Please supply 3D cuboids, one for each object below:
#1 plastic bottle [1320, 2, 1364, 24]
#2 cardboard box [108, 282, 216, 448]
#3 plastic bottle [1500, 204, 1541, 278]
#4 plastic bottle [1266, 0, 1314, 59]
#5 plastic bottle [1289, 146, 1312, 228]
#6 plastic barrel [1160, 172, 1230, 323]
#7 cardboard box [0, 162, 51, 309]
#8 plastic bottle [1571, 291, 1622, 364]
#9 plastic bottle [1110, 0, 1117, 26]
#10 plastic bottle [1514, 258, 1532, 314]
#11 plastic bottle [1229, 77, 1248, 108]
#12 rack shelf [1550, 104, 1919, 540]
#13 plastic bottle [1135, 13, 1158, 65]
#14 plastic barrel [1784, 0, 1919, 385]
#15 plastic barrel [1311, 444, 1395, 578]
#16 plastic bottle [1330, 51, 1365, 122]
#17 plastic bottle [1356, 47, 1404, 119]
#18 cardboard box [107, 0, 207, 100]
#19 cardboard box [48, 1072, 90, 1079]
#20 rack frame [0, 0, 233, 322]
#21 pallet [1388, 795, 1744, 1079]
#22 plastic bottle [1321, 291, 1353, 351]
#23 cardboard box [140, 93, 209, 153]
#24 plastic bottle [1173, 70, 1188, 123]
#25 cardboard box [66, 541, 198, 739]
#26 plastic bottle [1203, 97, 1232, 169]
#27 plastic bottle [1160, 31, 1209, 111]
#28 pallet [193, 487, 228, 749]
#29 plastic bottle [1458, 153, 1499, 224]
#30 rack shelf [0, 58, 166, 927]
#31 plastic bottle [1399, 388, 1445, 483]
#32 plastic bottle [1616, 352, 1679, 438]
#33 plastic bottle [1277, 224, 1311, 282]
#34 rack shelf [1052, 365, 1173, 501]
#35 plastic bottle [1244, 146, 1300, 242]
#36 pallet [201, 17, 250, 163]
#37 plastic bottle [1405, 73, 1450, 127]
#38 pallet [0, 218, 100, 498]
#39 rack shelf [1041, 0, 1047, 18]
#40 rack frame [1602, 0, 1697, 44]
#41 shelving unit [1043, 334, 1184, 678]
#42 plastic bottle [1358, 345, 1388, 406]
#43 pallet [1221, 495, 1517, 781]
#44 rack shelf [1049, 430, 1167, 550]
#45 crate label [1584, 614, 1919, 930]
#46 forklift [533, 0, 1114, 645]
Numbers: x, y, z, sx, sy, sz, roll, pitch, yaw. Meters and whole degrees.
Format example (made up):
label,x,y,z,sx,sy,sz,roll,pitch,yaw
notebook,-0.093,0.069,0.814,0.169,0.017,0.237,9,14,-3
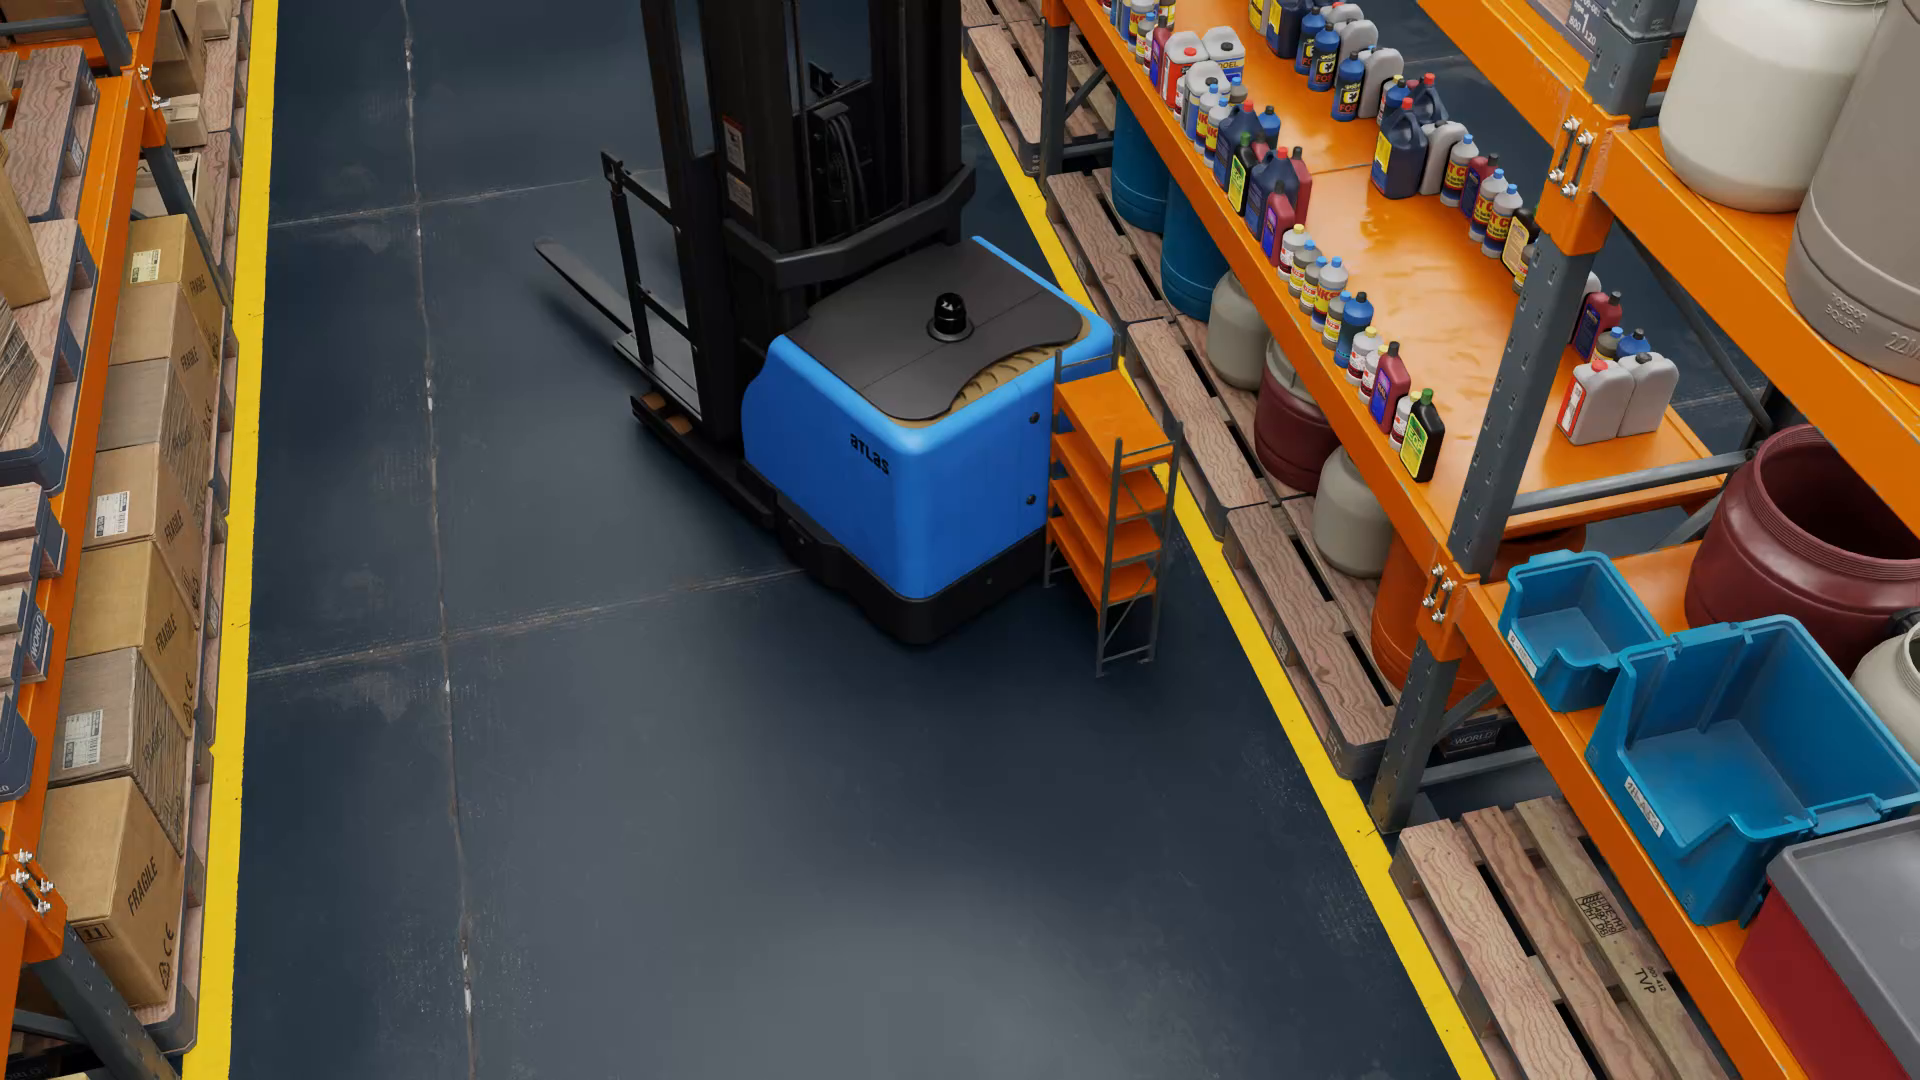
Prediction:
label,x,y,z,sx,sy,sz,roll,pitch,yaw
plastic bottle,1.536,-2.064,6.759,0.152,0.276,0.135,-11,47,-10
cardboard box,-3.368,-0.665,6.744,0.500,0.500,0.500,-11,47,-10
plastic bottle,1.958,-1.056,5.766,0.061,0.283,0.133,-11,47,-10
plastic bottle,1.359,-2.175,6.815,0.144,0.351,0.185,-11,47,-10
plastic bottle,1.207,-1.262,5.969,0.061,0.283,0.133,-11,47,-10
plastic barrel,1.204,-1.465,7.261,0.600,0.901,0.708,-11,47,-10
cardboard box,-3.378,-0.991,5.257,0.700,0.500,0.500,-22,50,-20
plastic bottle,2.085,-0.711,5.428,0.061,0.283,0.133,-11,47,-10
plastic bottle,0.687,-2.309,7.002,0.097,0.271,0.097,0,46,0
plastic bottle,1.945,-0.865,5.588,0.097,0.271,0.097,0,46,0
plastic bottle,1.062,-1.698,6.453,0.097,0.201,0.097,0,46,0
rack shelf,2.436,0.424,2.638,1.077,0.370,4.000,-11,47,-10
plastic bottle,0.772,-2.057,6.805,0.097,0.201,0.097,0,46,0
plastic barrel,1.924,-0.778,2.961,0.600,0.901,0.600,0,46,0
plastic barrel,1.551,-0.143,6.238,0.421,0.512,0.421,0,46,0
plastic bottle,1.514,-1.773,6.478,0.097,0.271,0.097,0,46,0
plastic bottle,1.630,-1.811,6.511,0.152,0.276,0.135,-11,47,-10
cardboard box,-4.375,-2.594,8.632,0.797,0.503,0.637,-11,47,-10
cardboard box,-2.493,1.680,4.242,0.500,0.311,0.500,-10,46,-9
rack frame,-3.890,-2.017,6.627,1.000,3.000,0.127,-11,47,-10
pallet,2.085,1.359,5.270,1.003,0.211,1.213,-11,47,-10
plastic bottle,1.262,-0.735,5.509,0.097,0.201,0.097,0,46,0
cardboard box,-4.019,-2.104,8.388,0.380,0.166,0.250,-11,47,-10
plastic bottle,0.890,-1.737,6.492,0.097,0.201,0.097,0,46,0
cardboard box,-2.969,0.391,5.709,0.500,0.500,0.500,-11,47,-11
plastic bottle,0.974,-1.535,6.244,0.097,0.271,0.097,0,46,0
plastic bottle,0.887,-1.849,6.548,0.152,0.276,0.135,-11,47,-10
pallet,-3.329,0.357,6.252,1.003,0.211,1.213,-11,47,-10
plastic bottle,1.874,-1.282,5.988,0.061,0.283,0.133,-11,47,-10
rack shelf,-3.378,-0.385,5.531,1.077,0.370,4.000,-11,47,-10
plastic bottle,1.408,-0.319,5.044,0.061,0.283,0.133,-11,47,-10
plastic bottle,2.125,-0.473,5.201,0.152,0.276,0.135,-11,47,-10
plastic bottle,1.162,-1.003,5.772,0.097,0.201,0.097,0,46,0
rack shelf,0.530,-0.374,5.726,0.258,0.148,0.480,-16,48,-15
plastic bottle,1.115,-1.250,5.909,0.144,0.351,0.185,-11,47,-10
pallet,-4.380,-2.360,8.915,1.003,0.211,1.213,-11,47,-10
plastic bottle,1.733,-1.568,6.221,0.144,0.351,0.185,-11,47,-10
pallet,-3.368,-0.530,5.304,1.003,0.211,1.213,-11,47,-10
rack shelf,0.388,-4.050,9.122,1.077,0.370,4.000,-11,47,-10
rack frame,1.924,-2.259,2.663,1.000,3.000,0.127,-11,47,-10
shelving unit,0.530,-0.099,6.006,0.258,1.200,0.503,-16,48,-15
plastic bottle,1.337,-0.533,5.311,0.097,0.201,0.097,0,46,0
pallet,1.682,0.280,6.327,1.003,0.211,1.213,-11,47,-10
rack shelf,0.530,-0.208,5.895,0.258,0.148,0.480,-16,48,-15
crate label,1.917,0.564,4.072,0.502,0.435,0.616,-11,47,-10
forklift,-0.765,-1.612,6.278,1.130,2.935,3.031,-32,53,-27
